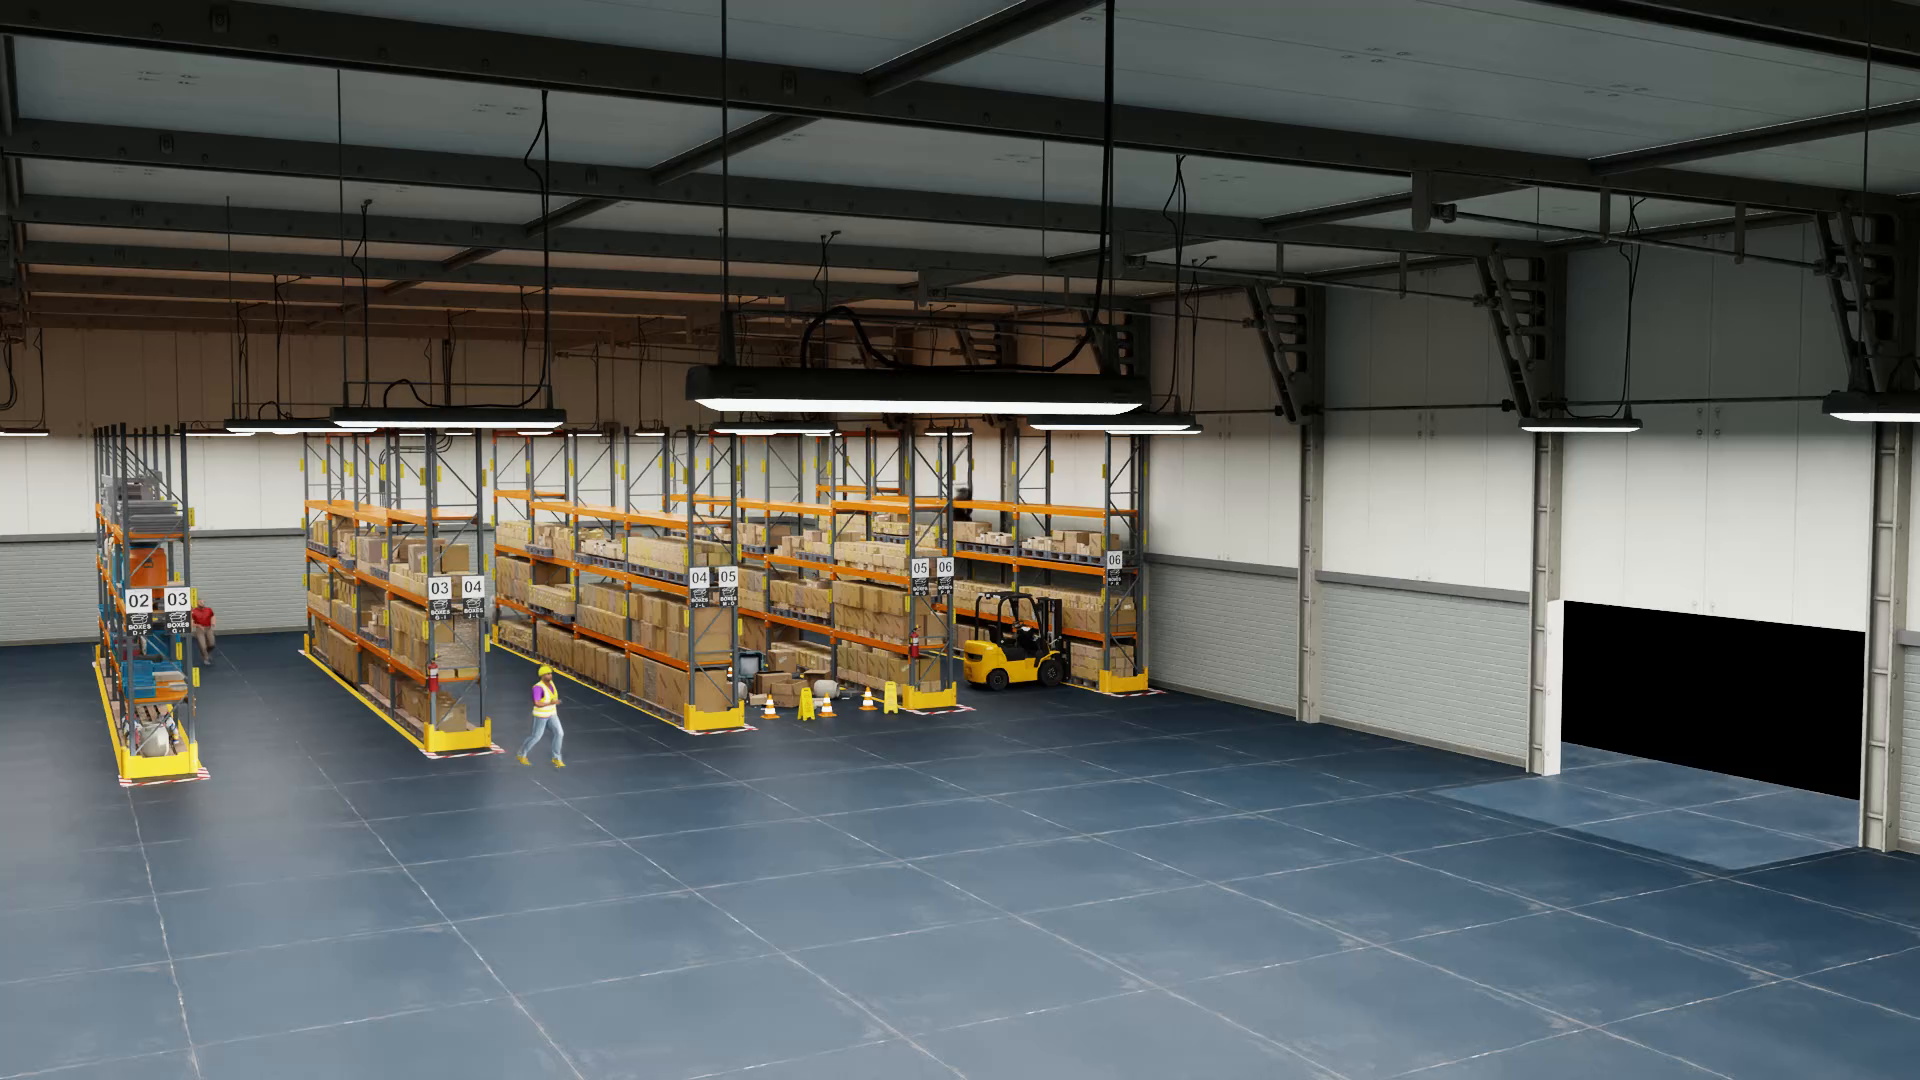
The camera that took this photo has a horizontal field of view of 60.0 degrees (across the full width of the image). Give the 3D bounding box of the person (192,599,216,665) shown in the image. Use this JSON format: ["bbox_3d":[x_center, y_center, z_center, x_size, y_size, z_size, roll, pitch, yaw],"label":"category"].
[{"bbox_3d":[-19.241,2.328,42.267,0.695,1.684,0.515,-3,5,-42],"label":"person"}]

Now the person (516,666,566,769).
[{"bbox_3d":[-7.266,3.087,28.961,0.909,1.811,0.710,1,4,23],"label":"person"}]

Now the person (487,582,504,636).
[{"bbox_3d":[-13.334,2.011,48.115,0.792,1.603,0.679,-2,4,-33],"label":"person"}]
